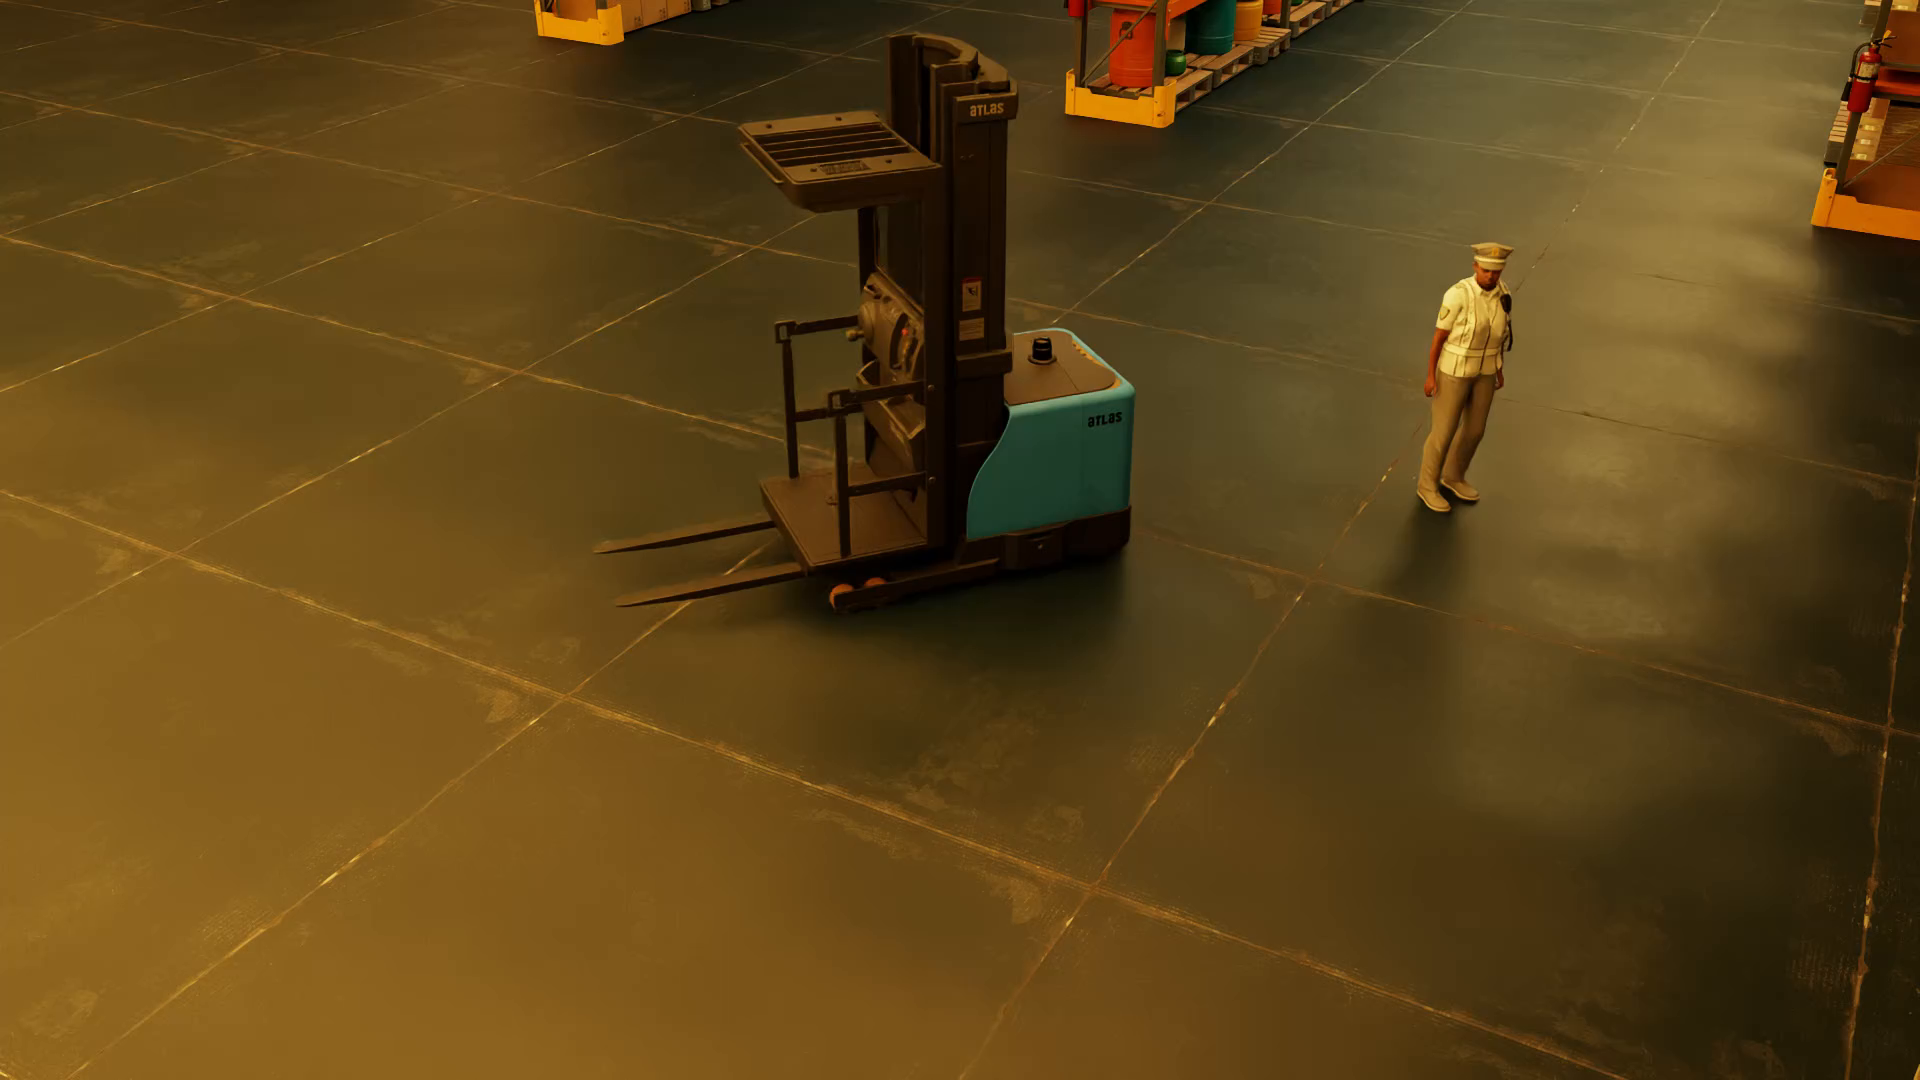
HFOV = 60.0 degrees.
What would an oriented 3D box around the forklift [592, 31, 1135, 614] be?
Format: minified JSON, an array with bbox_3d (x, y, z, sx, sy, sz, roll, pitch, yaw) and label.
[{"bbox_3d":[-0.567,-1.154,9.070,3.031,2.935,1.130,-11,32,-19],"label":"forklift"}]

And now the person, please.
[{"bbox_3d":[3.074,-0.998,10.058,0.541,1.680,0.377,-10,32,-17],"label":"person"}]
